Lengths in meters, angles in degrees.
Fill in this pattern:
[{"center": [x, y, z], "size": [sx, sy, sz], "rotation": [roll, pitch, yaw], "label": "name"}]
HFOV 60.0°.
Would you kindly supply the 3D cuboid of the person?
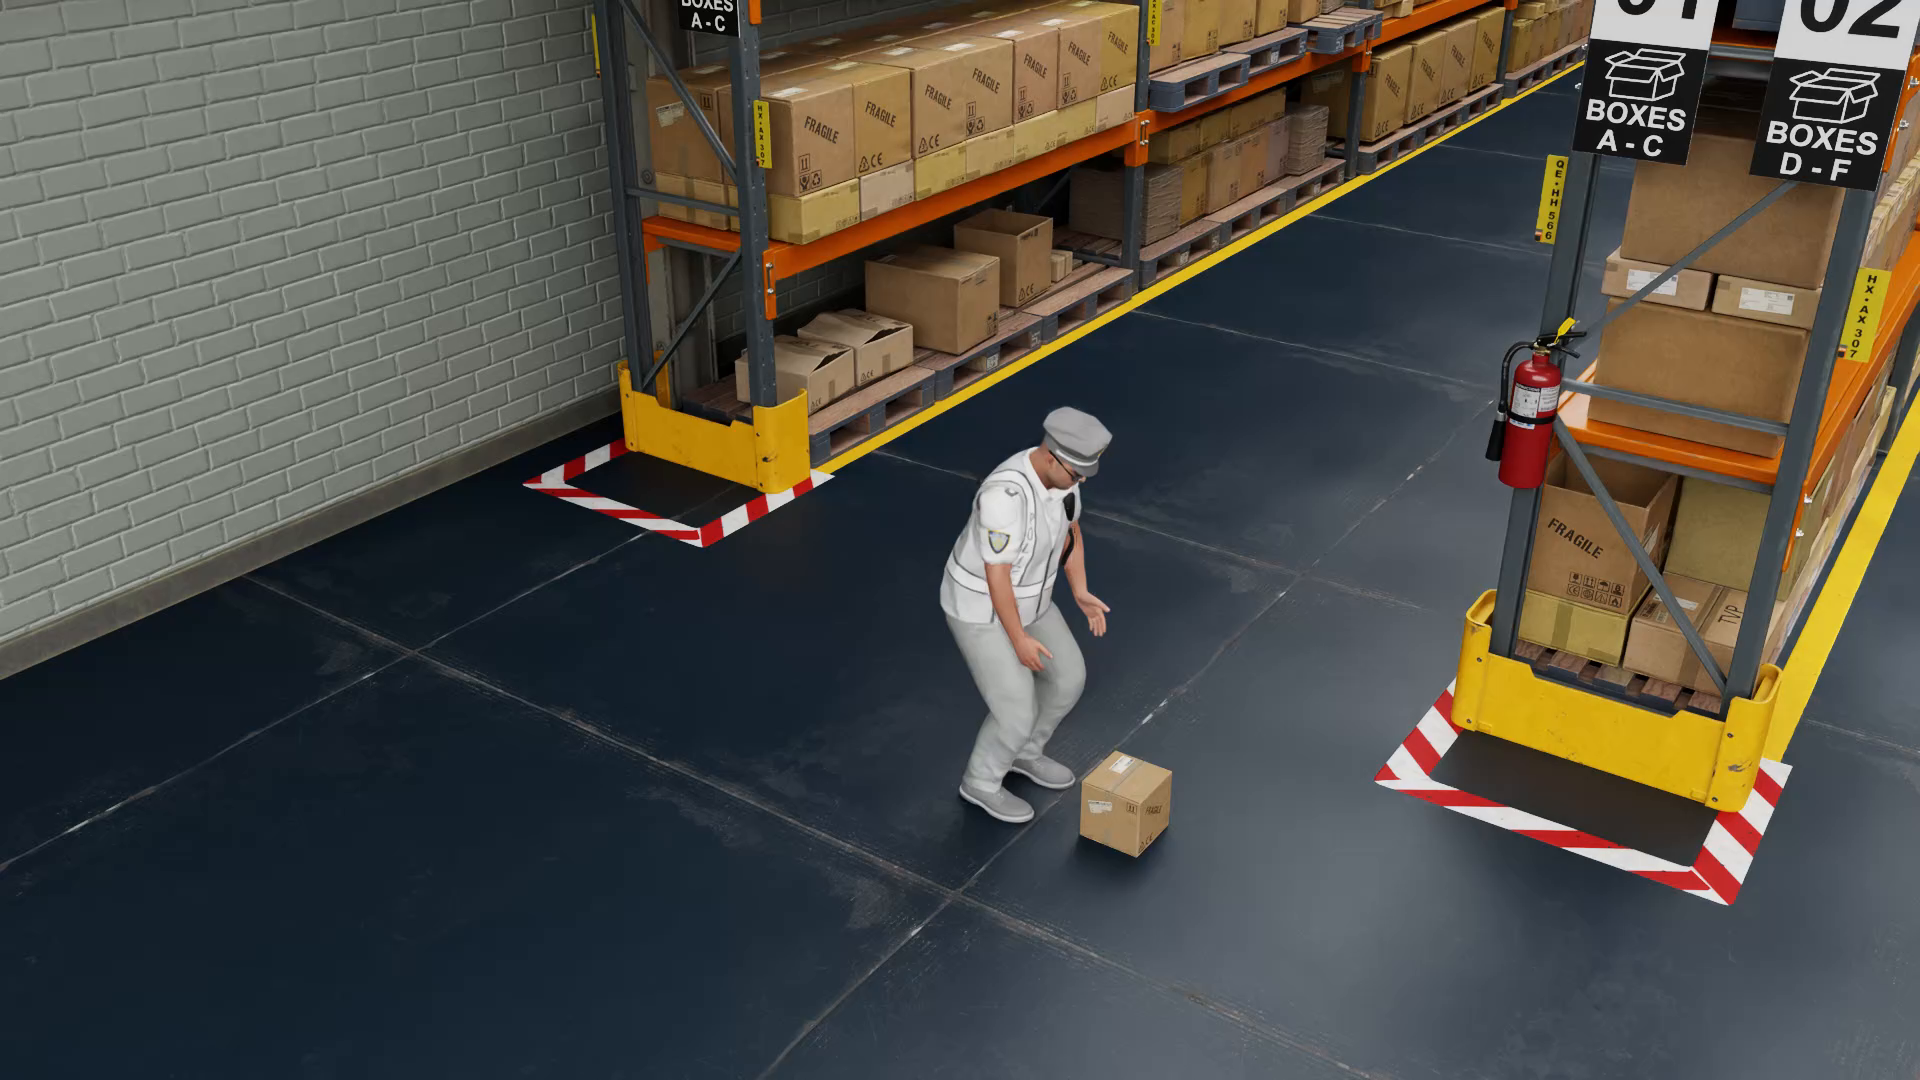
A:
[{"center": [0.255, 0.257, 6.247], "size": [0.609, 1.633, 0.575], "rotation": [18, 32, 31], "label": "person"}]
